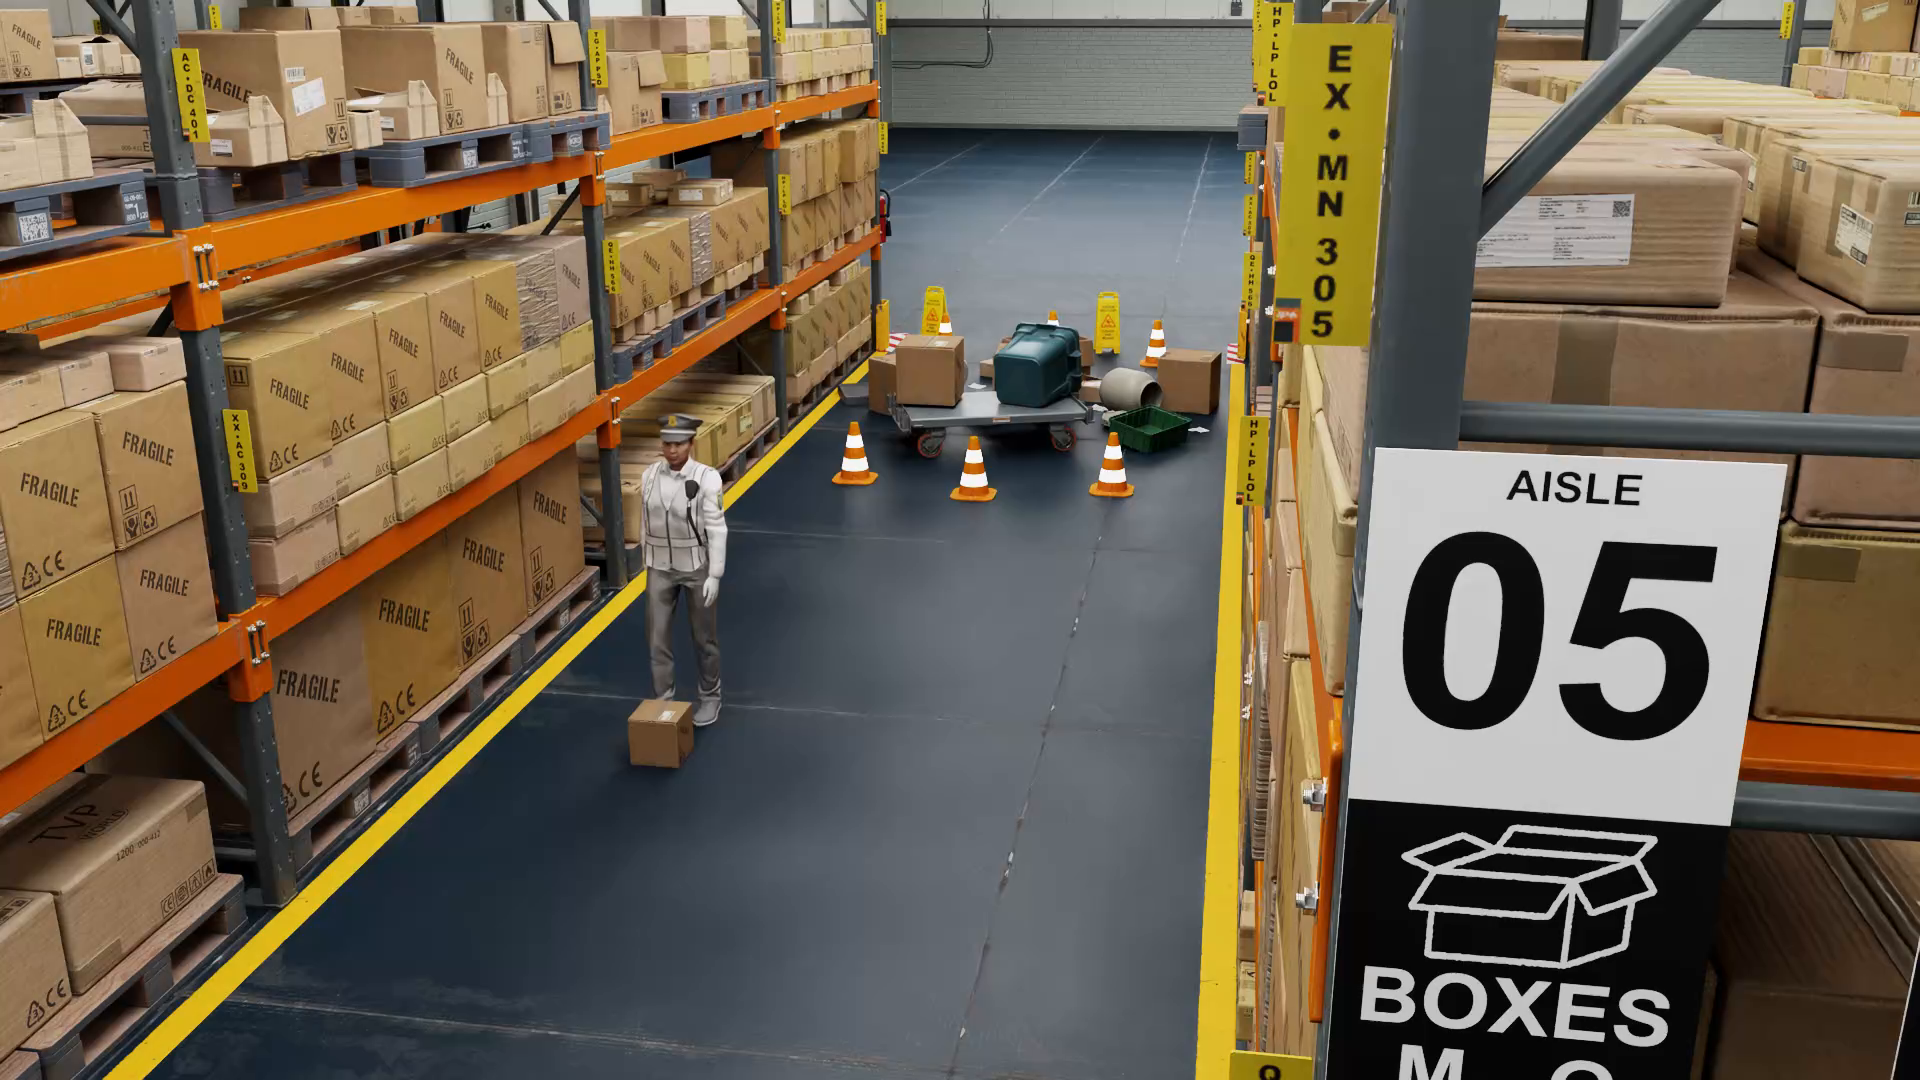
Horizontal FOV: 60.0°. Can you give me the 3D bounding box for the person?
[{"bbox_3d":[-1.426,0.173,8.498,0.475,1.683,0.485,3,18,10],"label":"person"}]
